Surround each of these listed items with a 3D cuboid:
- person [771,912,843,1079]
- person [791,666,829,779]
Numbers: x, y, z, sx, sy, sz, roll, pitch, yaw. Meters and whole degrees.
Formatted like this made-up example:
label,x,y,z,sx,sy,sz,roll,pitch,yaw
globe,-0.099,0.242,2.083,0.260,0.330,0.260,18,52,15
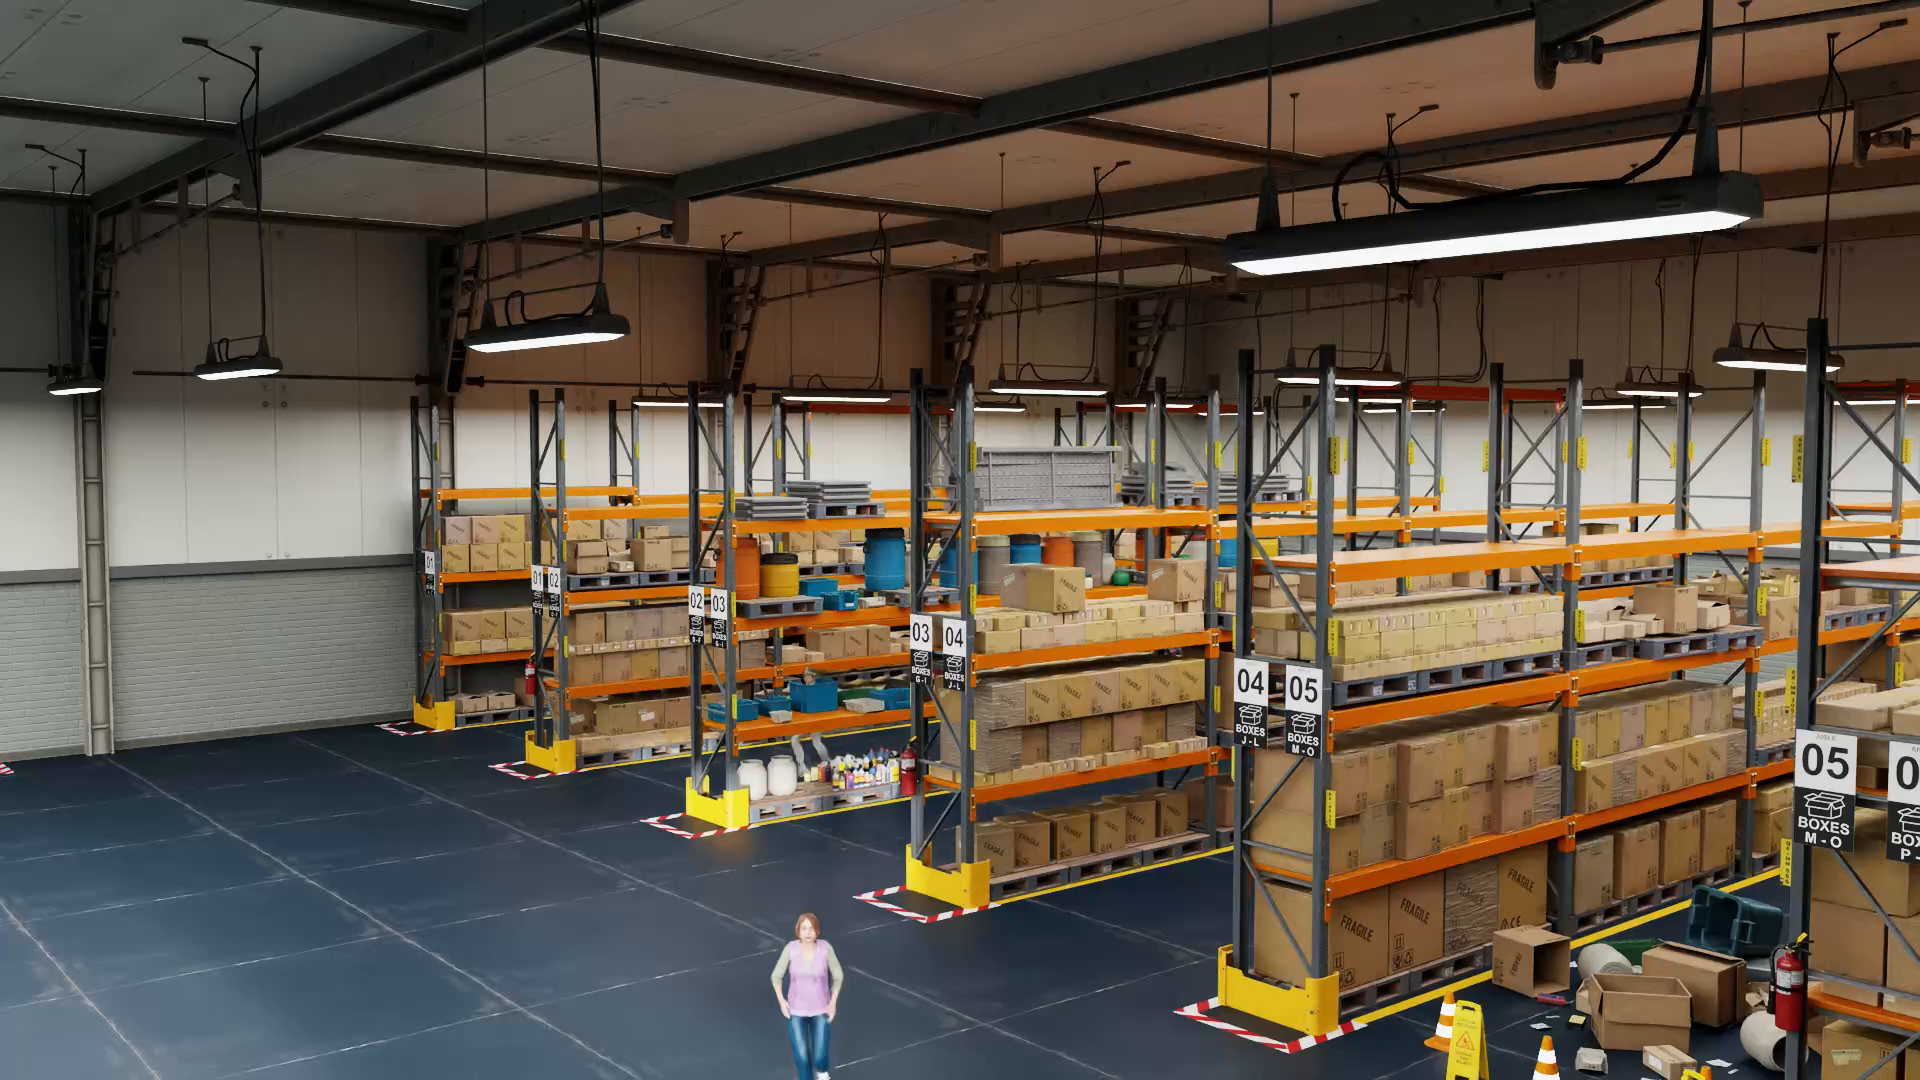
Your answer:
label,x,y,z,sx,sy,sz,roll,pitch,yaw
person,-1.181,3.633,12.826,0.556,1.569,0.536,0,3,-2
person,-2.319,2.810,25.645,0.576,1.749,0.732,3,5,43
